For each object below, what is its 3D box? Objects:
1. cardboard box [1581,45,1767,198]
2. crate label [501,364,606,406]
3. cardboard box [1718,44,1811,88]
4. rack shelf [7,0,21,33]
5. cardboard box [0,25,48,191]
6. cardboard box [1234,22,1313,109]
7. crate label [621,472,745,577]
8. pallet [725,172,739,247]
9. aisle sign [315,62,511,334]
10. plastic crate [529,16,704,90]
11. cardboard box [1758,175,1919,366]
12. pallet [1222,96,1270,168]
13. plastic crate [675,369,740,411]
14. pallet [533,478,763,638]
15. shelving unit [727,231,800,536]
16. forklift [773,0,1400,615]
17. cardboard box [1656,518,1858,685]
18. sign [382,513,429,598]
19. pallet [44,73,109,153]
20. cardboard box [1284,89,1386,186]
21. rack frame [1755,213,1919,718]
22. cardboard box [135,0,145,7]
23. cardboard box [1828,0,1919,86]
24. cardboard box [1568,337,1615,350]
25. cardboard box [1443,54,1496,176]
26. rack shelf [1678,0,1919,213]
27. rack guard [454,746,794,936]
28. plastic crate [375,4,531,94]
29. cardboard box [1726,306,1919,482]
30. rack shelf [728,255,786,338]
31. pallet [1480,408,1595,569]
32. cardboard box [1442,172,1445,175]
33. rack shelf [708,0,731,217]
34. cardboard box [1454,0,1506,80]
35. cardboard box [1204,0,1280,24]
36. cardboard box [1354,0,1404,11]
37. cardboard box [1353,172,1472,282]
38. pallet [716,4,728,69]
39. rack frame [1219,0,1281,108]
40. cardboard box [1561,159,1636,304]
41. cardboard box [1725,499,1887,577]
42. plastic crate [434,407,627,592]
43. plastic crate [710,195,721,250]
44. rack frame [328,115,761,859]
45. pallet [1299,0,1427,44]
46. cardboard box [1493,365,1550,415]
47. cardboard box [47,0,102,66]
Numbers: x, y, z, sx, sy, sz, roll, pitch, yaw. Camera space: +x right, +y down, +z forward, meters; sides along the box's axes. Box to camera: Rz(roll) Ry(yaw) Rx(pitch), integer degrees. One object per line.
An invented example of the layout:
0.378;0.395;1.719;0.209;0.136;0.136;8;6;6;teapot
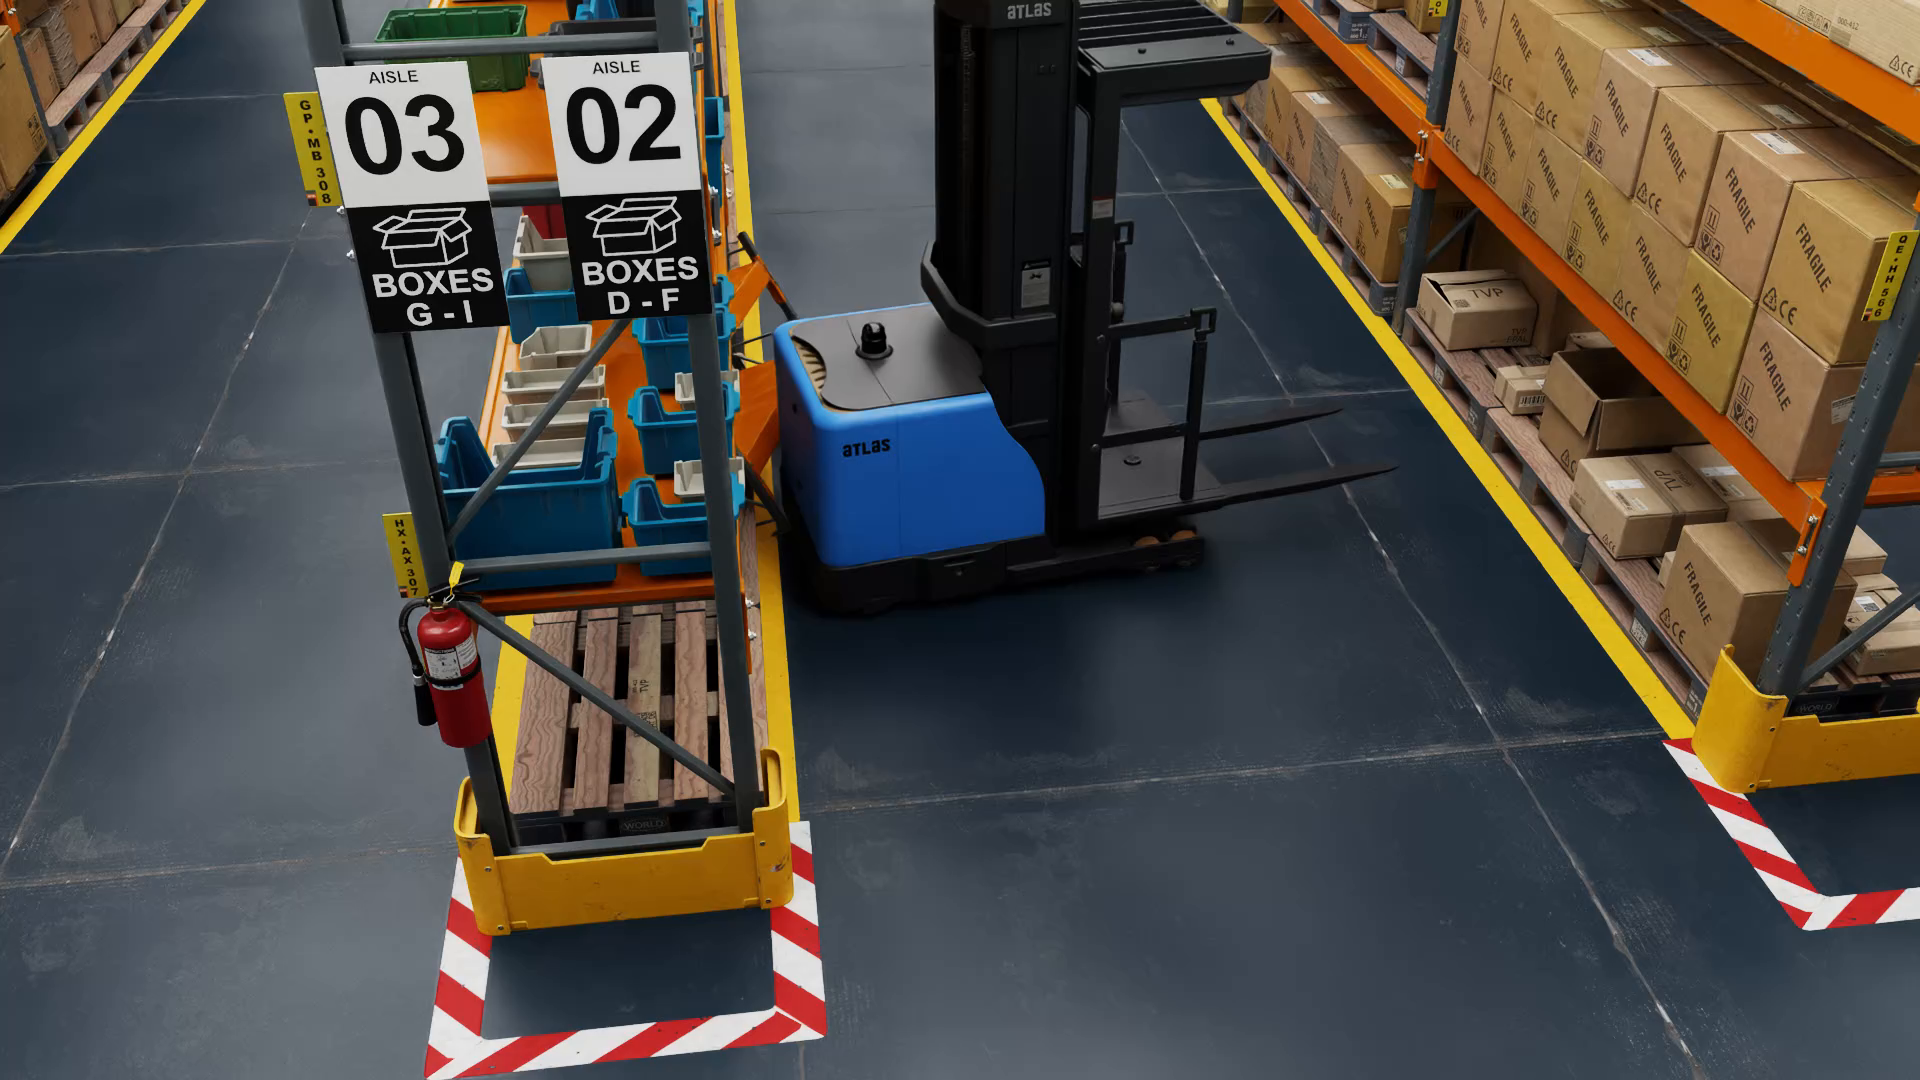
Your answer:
3.125;-1.844;7.315;0.500;0.500;0.500;-3;34;-5;cardboard box
-1.615;-0.605;6.655;0.396;0.136;0.243;-4;35;-6;crate label
3.662;-1.881;7.369;0.500;0.500;0.500;-5;35;-7;cardboard box
-7.492;-4.839;13.326;1.077;0.370;4.000;-4;35;-6;rack shelf
-7.151;-2.929;11.399;1.225;0.875;0.875;-6;35;-9;cardboard box
2.372;-3.642;12.759;0.500;0.500;0.500;-3;34;-4;cardboard box
-0.946;-0.050;5.755;0.416;0.233;0.303;-4;35;-6;crate label
-2.007;-2.127;11.184;1.003;0.211;1.213;-4;35;-6;pallet
-1.520;-0.943;4.662;0.394;0.787;0.004;-4;35;-6;aisle sign
-1.015;-1.353;5.024;0.497;0.269;0.590;-4;35;-6;plastic crate
3.337;-0.986;6.057;0.500;0.500;0.500;-5;35;-7;cardboard box
2.657;-3.197;12.754;1.003;0.211;1.213;-4;35;-6;pallet
-0.998;-0.574;6.609;0.250;0.136;0.298;-4;35;-6;plastic crate
-1.472;0.079;7.947;1.003;0.211;1.213;-4;35;-6;pallet
-1.157;-0.737;8.277;0.538;1.125;1.048;-14;33;29;shelving unit
0.679;-1.335;7.606;3.031;2.935;1.130;-10;35;-14;forklift
3.353;0.262;7.031;0.500;0.500;0.500;-4;35;-6;cardboard box
-1.782;0.052;5.365;0.100;0.325;0.005;-4;35;-6;sign
-7.327;-3.304;12.911;1.003;0.211;1.213;-4;35;-6;pallet
2.586;-2.779;11.493;0.500;0.500;0.500;-5;35;-8;cardboard box
3.670;-0.304;6.033;1.000;3.000;0.127;-4;35;-6;rack frame
-7.700;-5.057;14.836;0.700;0.500;0.500;-7;35;-10;cardboard box
3.339;-1.749;5.622;0.500;0.250;0.500;-4;35;-6;cardboard box
3.590;-0.892;8.893;0.500;0.311;0.500;-4;35;-6;cardboard box
2.930;-2.273;8.833;0.500;0.500;0.500;-4;34;-5;cardboard box
3.401;-2.363;7.029;1.077;0.370;4.000;-4;35;-6;rack shelf
-1.223;1.114;6.171;1.175;0.500;0.348;-4;35;-6;rack guard
-1.655;-1.612;5.477;0.450;0.188;0.336;-4;35;-6;plastic crate
3.340;-0.575;6.341;0.500;0.500;0.500;-3;34;-5;cardboard box
-1.291;-0.956;8.136;0.538;0.278;1.000;-14;33;29;rack shelf
3.391;-0.319;8.530;1.003;0.211;1.213;-4;35;-6;pallet
3.225;-2.271;10.747;0.500;0.500;0.500;-4;34;-6;cardboard box
-2.046;-2.982;10.601;1.077;0.370;4.000;-4;35;-6;rack shelf
2.916;-2.707;8.582;0.500;0.500;0.500;-4;34;-5;cardboard box
2.279;-4.311;13.484;0.500;0.311;0.500;-3;34;-5;cardboard box
2.833;-3.733;10.602;0.700;0.500;0.500;-13;36;-18;cardboard box
2.781;-1.939;10.261;0.500;0.500;0.500;-5;35;-7;cardboard box
-2.542;-4.358;14.457;1.003;0.211;1.213;-4;35;-6;pallet
2.594;-4.769;12.584;1.000;3.000;0.127;-4;35;-6;rack frame
3.137;-1.424;7.588;0.500;0.500;0.500;-5;35;-7;cardboard box
3.811;0.046;7.570;0.500;0.250;0.500;-4;35;-6;cardboard box
-1.469;-0.143;5.712;0.616;0.435;0.499;-4;35;-6;plastic crate
-1.360;-1.470;7.935;0.437;0.125;0.590;-4;35;-6;plastic crate
-1.239;0.069;5.486;1.000;3.000;0.127;-4;35;-6;rack frame
2.860;-3.605;11.046;1.003;0.211;1.213;-4;35;-6;pallet
3.100;-0.815;8.908;0.380;0.166;0.250;-4;35;-6;cardboard box
-7.503;-4.166;13.529;0.700;0.500;0.500;-2;34;-2;cardboard box
